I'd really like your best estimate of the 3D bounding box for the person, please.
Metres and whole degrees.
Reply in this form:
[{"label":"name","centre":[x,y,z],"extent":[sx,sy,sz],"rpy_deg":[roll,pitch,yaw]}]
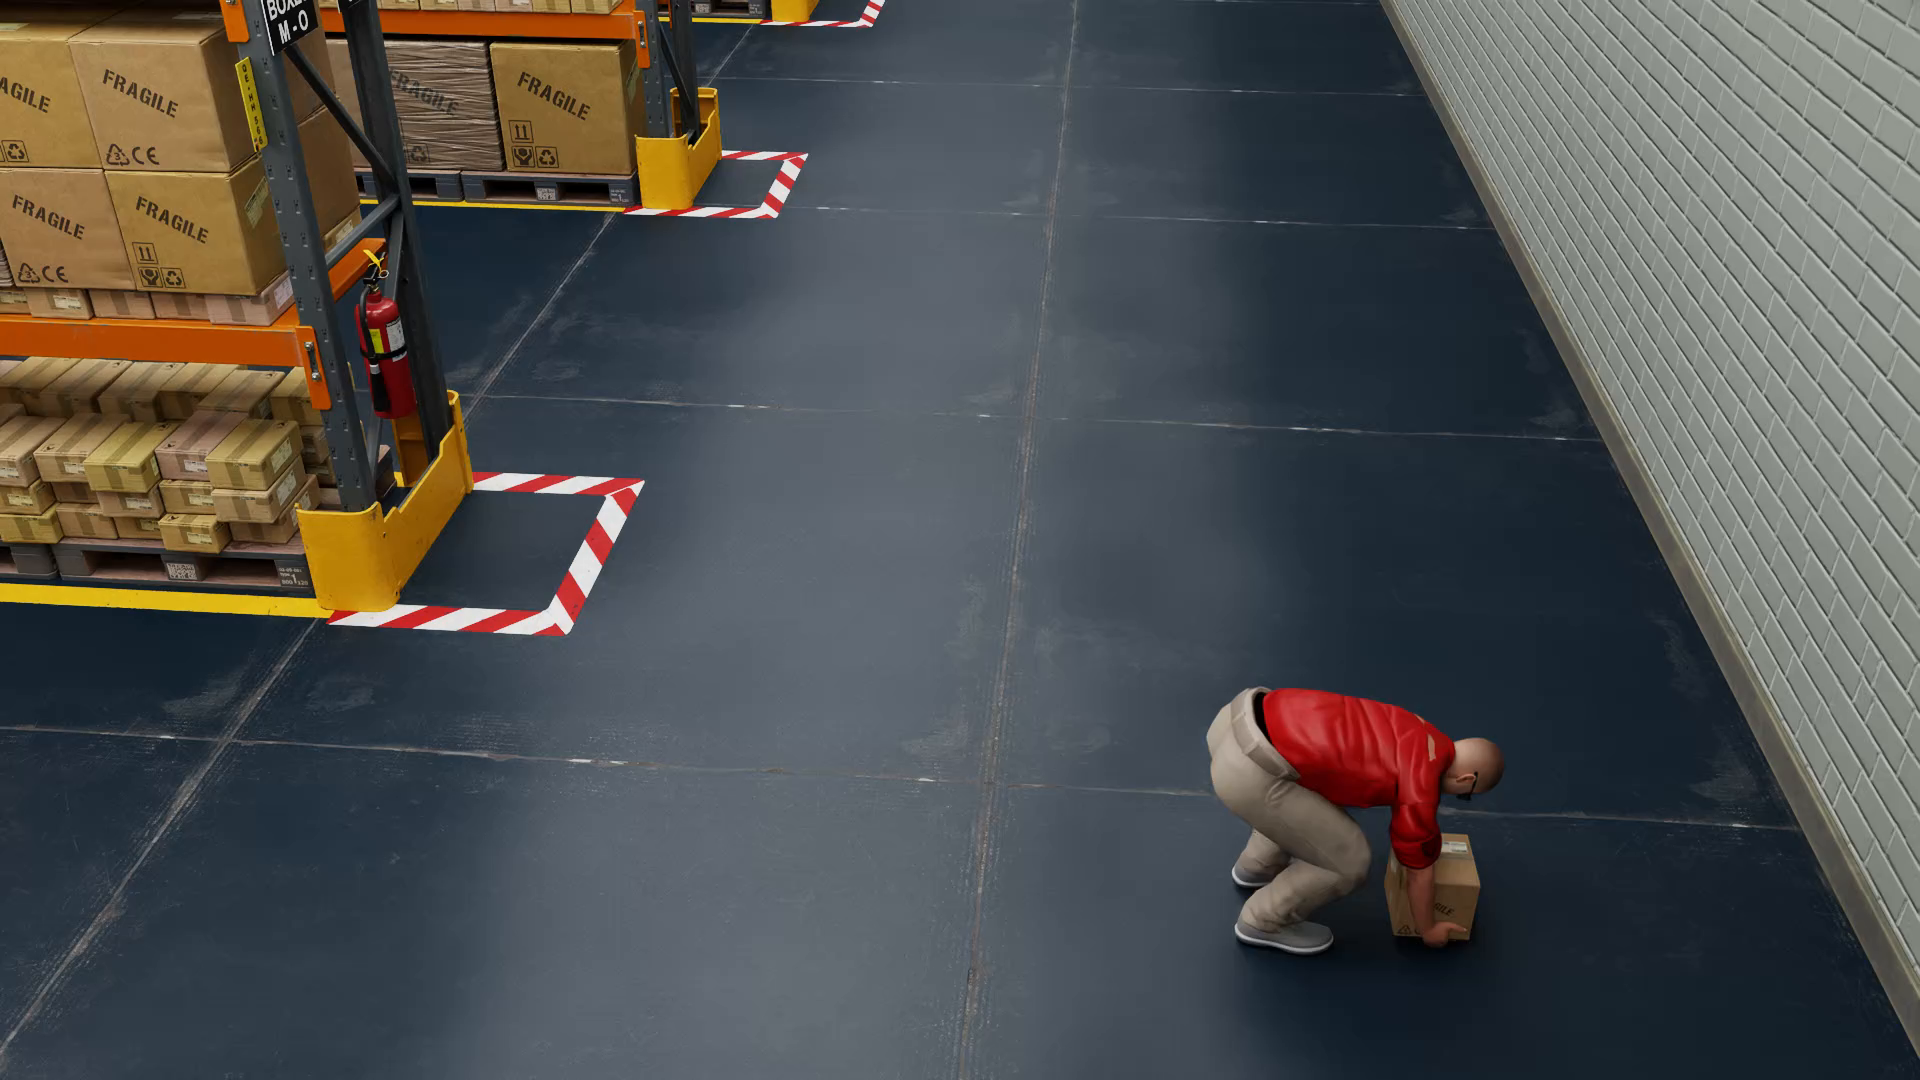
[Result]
[{"label":"person","centre":[1.280,0.911,5.499],"extent":[0.956,0.868,0.542],"rpy_deg":[1,32,2]}]
